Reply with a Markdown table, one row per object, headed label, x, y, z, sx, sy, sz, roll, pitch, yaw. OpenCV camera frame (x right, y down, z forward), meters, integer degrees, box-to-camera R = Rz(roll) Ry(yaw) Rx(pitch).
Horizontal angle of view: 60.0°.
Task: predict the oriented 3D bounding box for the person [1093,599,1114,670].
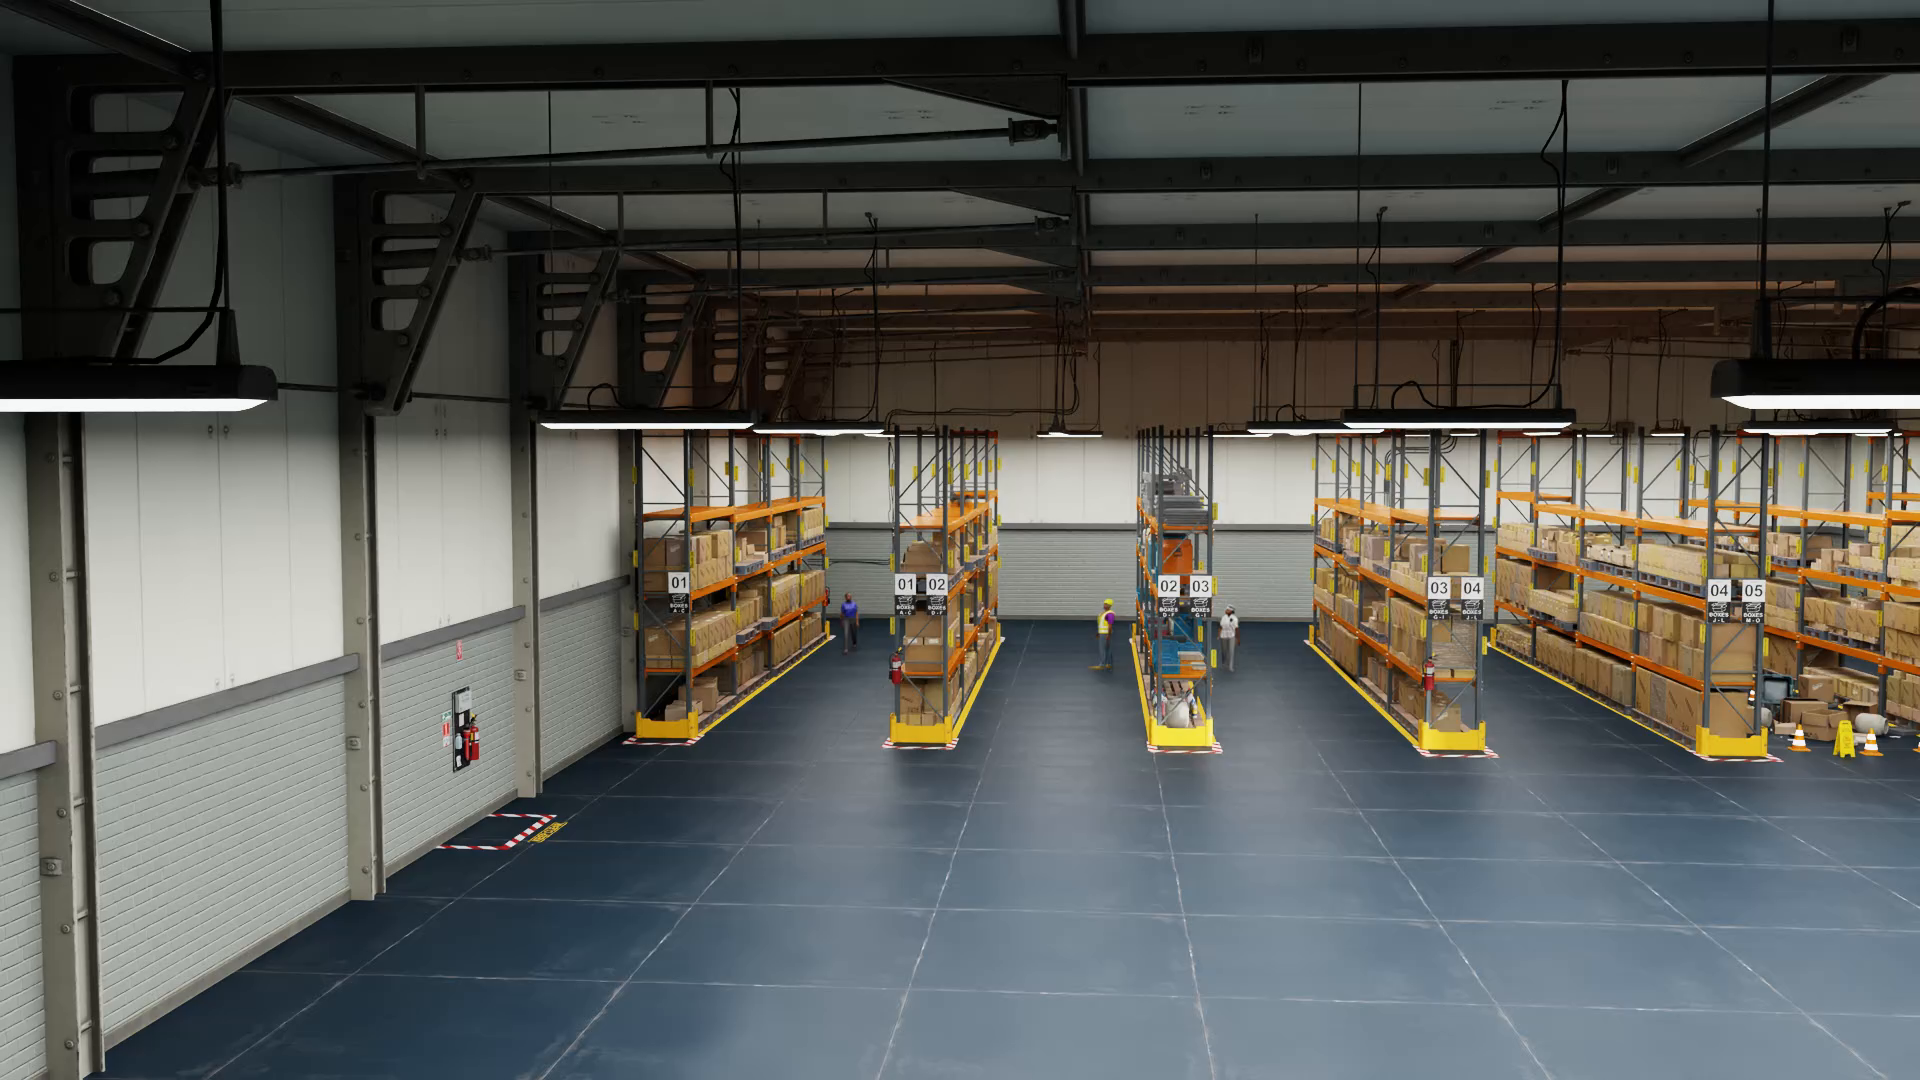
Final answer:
| label | x | y | z | sx | sy | sz | roll | pitch | yaw |
| --- | --- | --- | --- | --- | --- | --- | --- | --- | --- |
| person | 3.583 | 2.352 | 41.575 | 0.537 | 1.764 | 0.593 | 0 | 3 | 3 |

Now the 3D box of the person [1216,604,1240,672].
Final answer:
| label | x | y | z | sx | sy | sz | roll | pitch | yaw |
| --- | --- | --- | --- | --- | --- | --- | --- | --- | --- |
| person | 6.661 | 2.415 | 41.297 | 0.601 | 1.657 | 0.926 | 1 | 3 | 8 |

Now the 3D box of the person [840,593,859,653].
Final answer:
| label | x | y | z | sx | sy | sz | roll | pitch | yaw |
| --- | --- | --- | --- | --- | --- | --- | --- | --- | --- |
| person | -2.978 | 2.223 | 44.850 | 0.512 | 1.595 | 0.951 | 0 | 3 | -2 |
